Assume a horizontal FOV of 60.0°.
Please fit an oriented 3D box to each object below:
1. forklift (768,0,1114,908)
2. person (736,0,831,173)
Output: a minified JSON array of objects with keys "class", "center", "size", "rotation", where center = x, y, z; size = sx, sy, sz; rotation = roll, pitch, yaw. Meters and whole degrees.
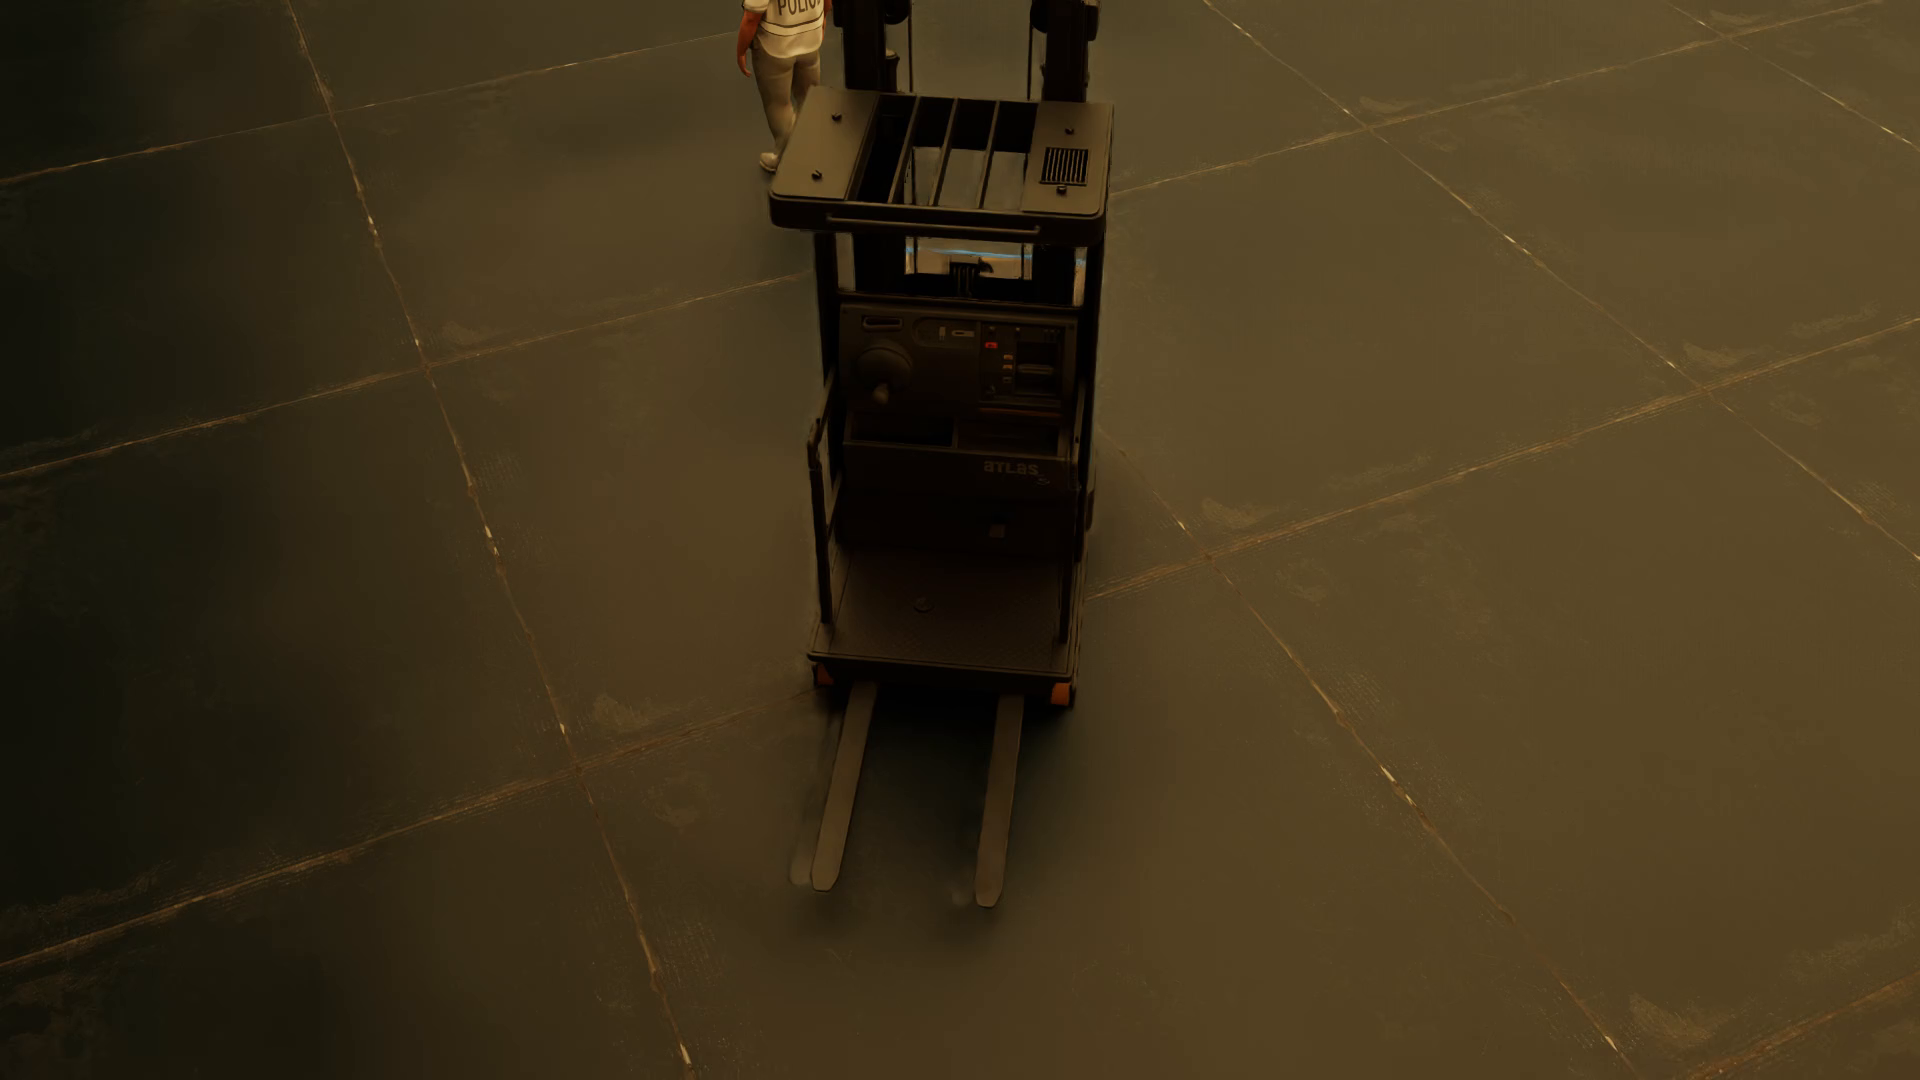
[{"class":"forklift","center":[-0.034,-0.620,6.344],"size":[1.130,2.935,3.031],"rotation":[5,43,5]},{"class":"person","center":[-1.059,-2.950,9.673],"size":[0.640,1.780,0.576],"rotation":[-29,50,-28]}]
